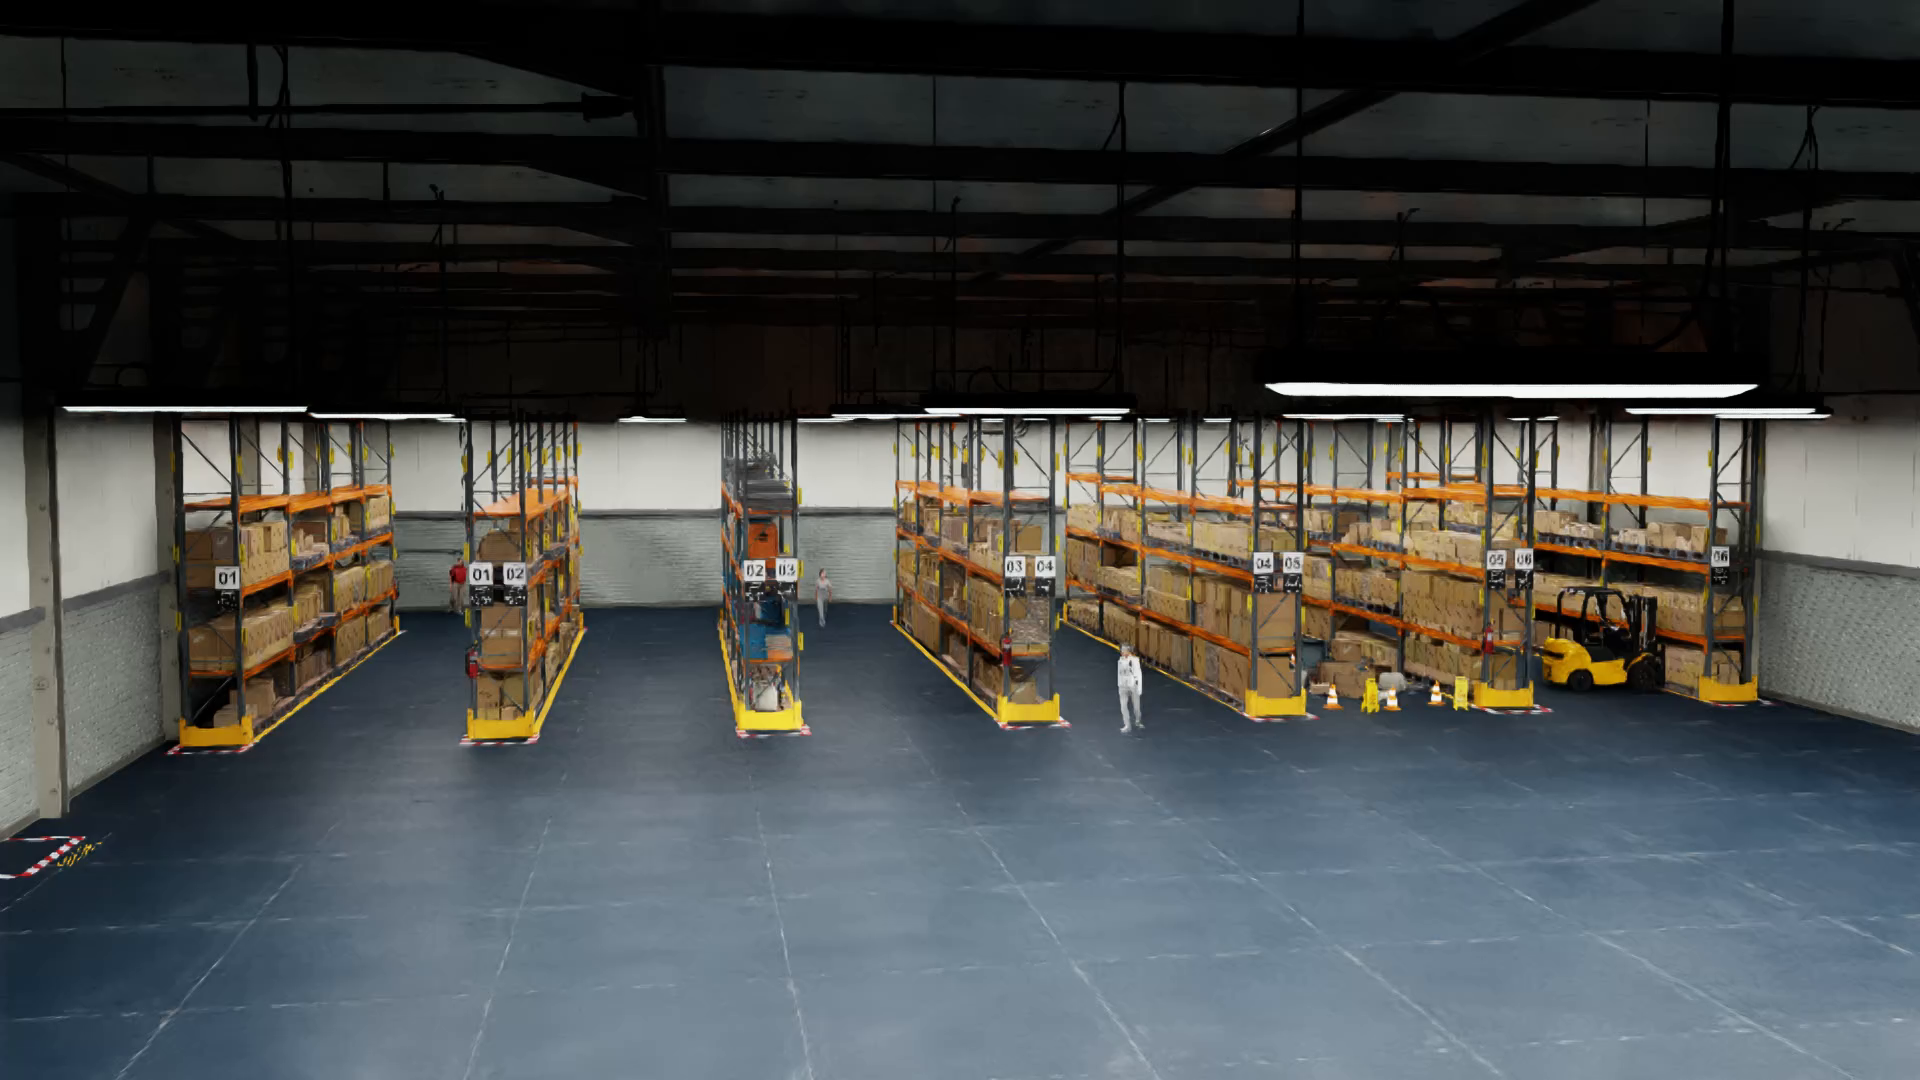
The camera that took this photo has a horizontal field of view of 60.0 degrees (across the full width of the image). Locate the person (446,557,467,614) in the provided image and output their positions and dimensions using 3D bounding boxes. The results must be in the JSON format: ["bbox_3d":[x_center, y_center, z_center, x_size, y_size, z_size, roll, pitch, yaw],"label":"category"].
[{"bbox_3d":[-15.191,1.372,50.159,0.561,1.716,0.600,4,6,44],"label":"person"}]

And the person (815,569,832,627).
[{"bbox_3d":[-3.860,1.629,47.091,0.455,1.612,1.019,-1,4,-10],"label":"person"}]

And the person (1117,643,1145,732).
[{"bbox_3d":[3.193,2.731,31.098,0.513,1.662,0.545,2,5,28],"label":"person"}]

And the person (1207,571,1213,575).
[{"bbox_3d":[6.631,1.724,44.415,0.637,1.766,0.675,1,4,17],"label":"person"}]
